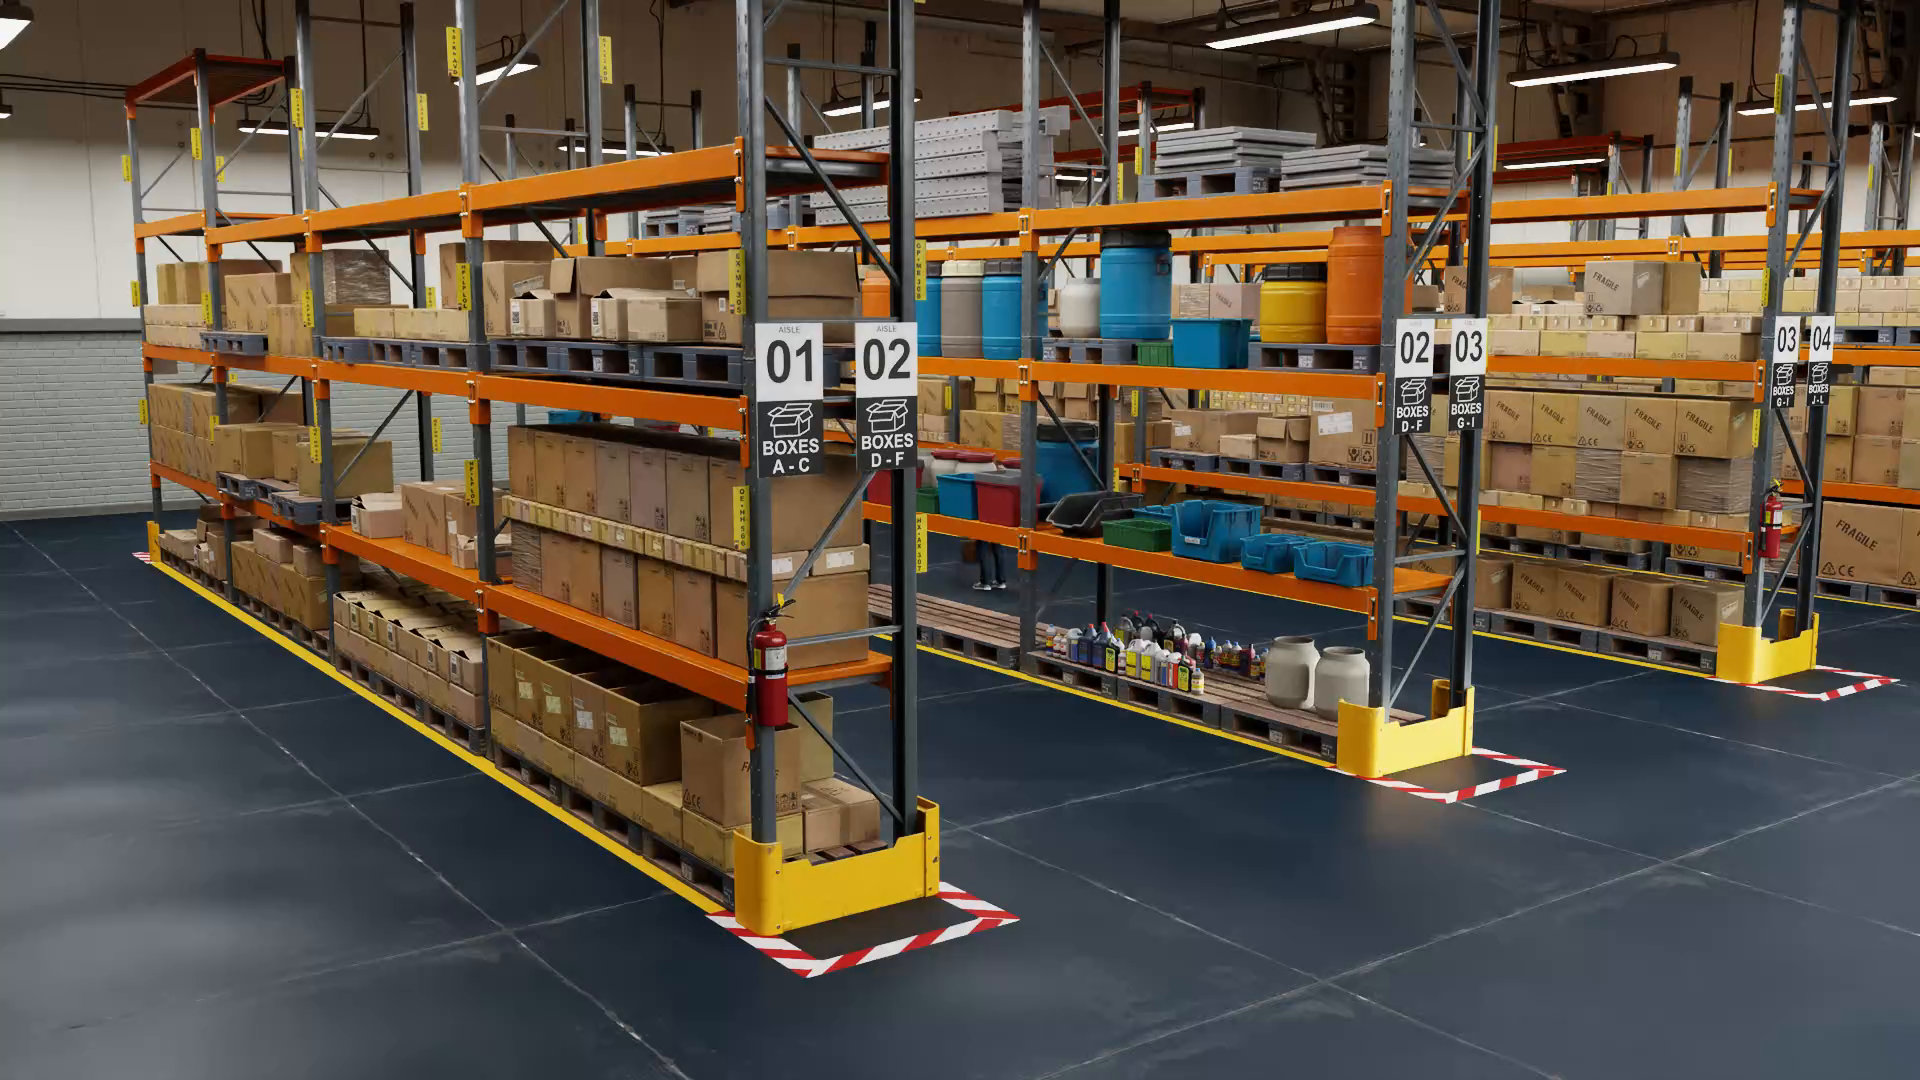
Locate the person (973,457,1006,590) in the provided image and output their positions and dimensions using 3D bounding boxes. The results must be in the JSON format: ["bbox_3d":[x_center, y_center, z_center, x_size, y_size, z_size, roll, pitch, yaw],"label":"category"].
[{"bbox_3d":[0.352,-0.214,19.361,0.453,1.597,0.336,-6,10,-37],"label":"person"}]
